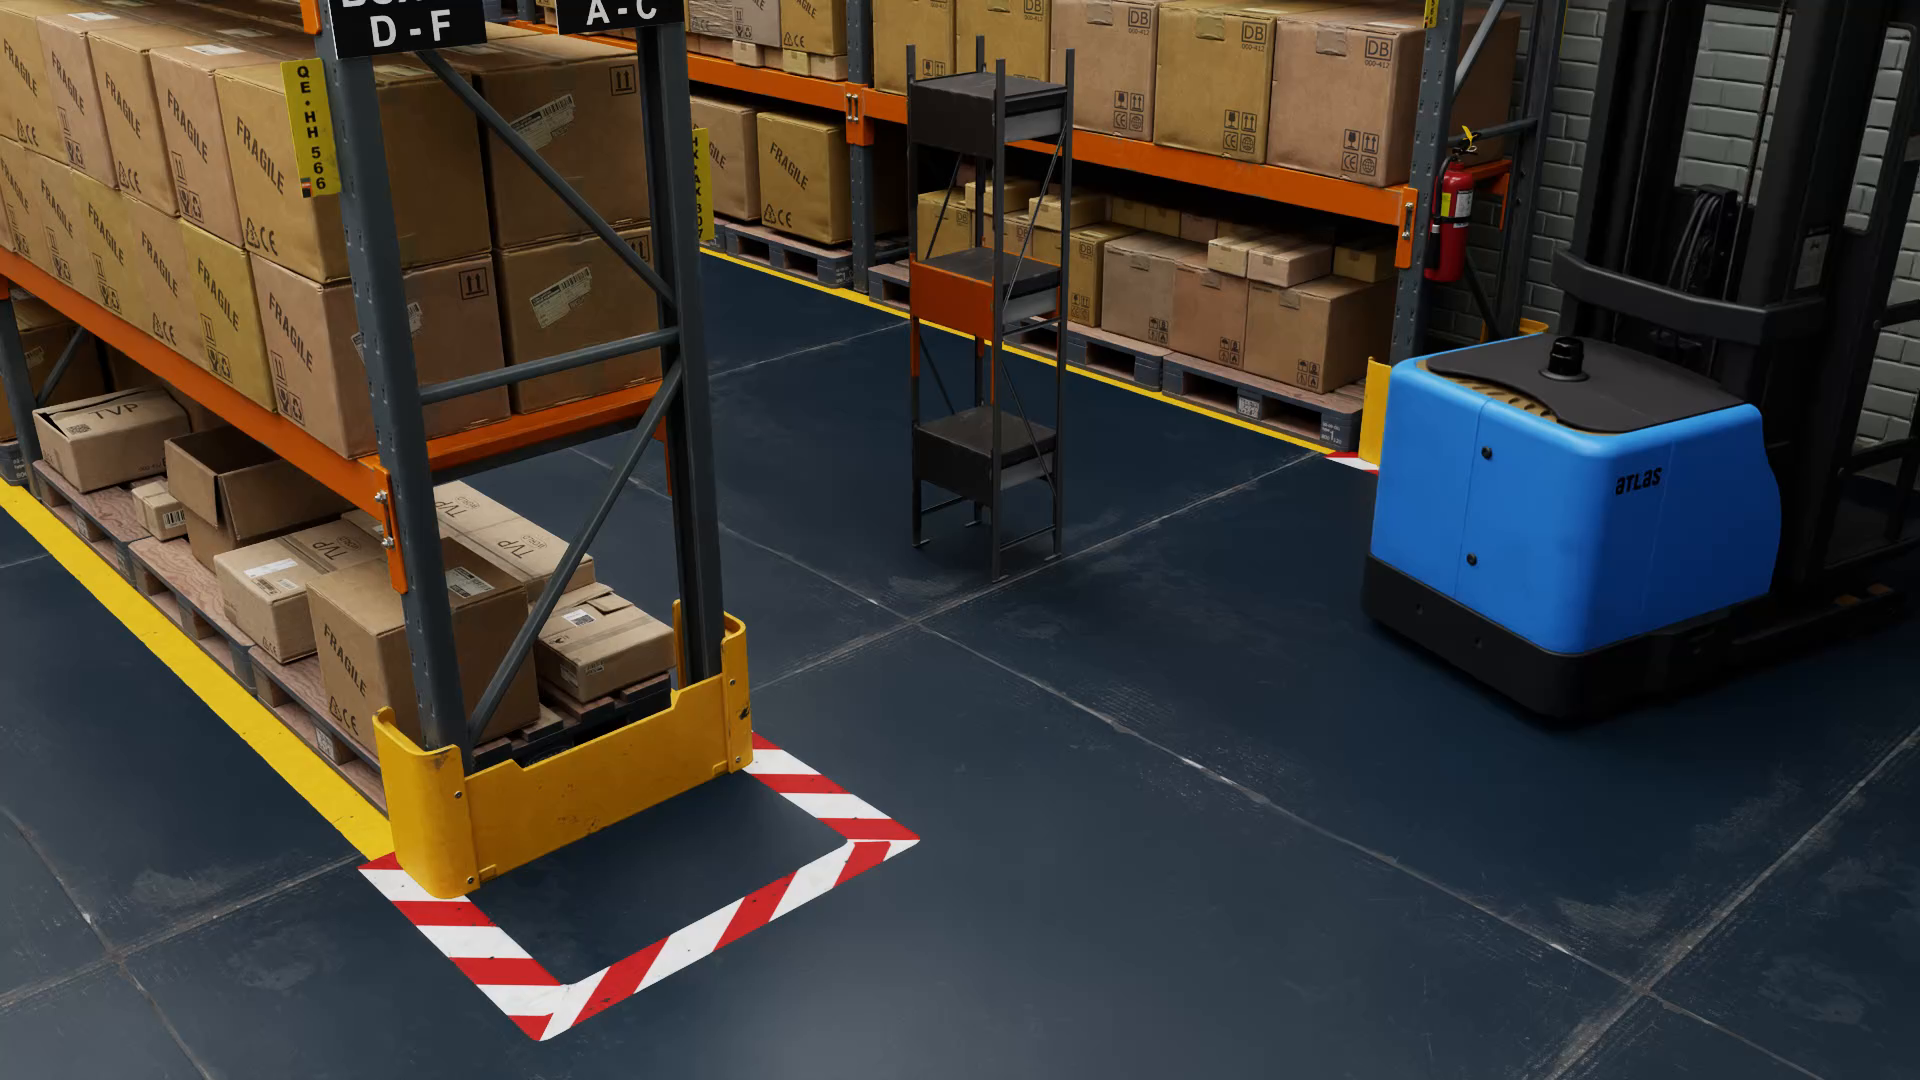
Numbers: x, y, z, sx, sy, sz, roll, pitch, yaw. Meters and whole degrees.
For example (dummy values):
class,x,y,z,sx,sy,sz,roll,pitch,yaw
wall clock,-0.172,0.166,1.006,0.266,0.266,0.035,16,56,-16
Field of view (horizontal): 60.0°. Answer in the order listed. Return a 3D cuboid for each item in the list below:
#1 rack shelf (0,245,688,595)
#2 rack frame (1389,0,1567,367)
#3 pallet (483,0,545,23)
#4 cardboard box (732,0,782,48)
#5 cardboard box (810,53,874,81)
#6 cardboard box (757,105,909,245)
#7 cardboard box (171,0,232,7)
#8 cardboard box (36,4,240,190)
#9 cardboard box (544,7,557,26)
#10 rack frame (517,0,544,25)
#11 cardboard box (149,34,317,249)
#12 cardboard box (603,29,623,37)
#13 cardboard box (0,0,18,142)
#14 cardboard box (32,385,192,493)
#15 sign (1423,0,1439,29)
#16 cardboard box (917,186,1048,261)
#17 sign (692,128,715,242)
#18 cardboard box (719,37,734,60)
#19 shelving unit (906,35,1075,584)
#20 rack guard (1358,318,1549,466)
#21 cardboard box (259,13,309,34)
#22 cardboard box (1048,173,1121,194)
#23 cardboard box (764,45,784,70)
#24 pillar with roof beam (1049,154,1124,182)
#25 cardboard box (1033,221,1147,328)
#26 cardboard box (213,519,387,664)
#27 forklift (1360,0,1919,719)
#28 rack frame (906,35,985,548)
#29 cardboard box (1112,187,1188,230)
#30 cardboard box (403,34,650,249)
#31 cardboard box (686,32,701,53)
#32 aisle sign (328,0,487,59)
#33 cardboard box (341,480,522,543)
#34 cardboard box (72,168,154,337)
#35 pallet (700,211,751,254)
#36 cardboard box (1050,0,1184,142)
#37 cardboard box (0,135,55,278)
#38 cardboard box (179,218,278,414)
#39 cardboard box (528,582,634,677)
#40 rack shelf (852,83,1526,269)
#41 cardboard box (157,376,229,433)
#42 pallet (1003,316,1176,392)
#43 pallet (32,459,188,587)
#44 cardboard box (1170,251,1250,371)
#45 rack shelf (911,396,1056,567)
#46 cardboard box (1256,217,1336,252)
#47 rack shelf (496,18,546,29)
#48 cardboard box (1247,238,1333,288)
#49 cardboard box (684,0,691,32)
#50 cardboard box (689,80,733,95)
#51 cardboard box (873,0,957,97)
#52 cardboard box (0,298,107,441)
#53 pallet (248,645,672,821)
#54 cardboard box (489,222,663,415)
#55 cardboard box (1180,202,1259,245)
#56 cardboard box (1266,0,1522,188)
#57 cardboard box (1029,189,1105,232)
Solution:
class,x,y,z,sx,sy,sz,roll,pitch,yaw
rack shelf,-2.531,-0.764,6.177,1.077,0.370,4.000,-21,32,-38
rack frame,2.449,-1.891,7.782,1.000,3.000,0.127,-21,32,-38
pallet,-3.584,-4.414,13.542,1.213,0.211,1.003,-21,32,-38
cardboard box,-1.140,-3.513,10.834,0.500,0.500,0.500,-21,32,-38
cardboard box,-0.722,-3.020,10.535,0.380,0.149,0.250,-21,32,-38
cardboard box,-0.824,-2.476,11.148,0.750,0.750,0.750,-21,32,-38
cardboard box,-2.667,-1.810,6.279,0.500,0.500,0.500,-21,32,-38
cardboard box,-2.724,-1.506,5.613,0.500,0.500,0.500,-20,31,-37
cardboard box,-2.963,-4.045,12.780,0.380,0.149,0.250,-22,32,-39
rack frame,-3.019,-4.315,13.095,1.000,3.000,0.127,-21,32,-38
cardboard box,-2.015,-1.195,4.930,0.500,0.500,0.500,-20,31,-37
cardboard box,-2.415,-3.820,12.288,0.380,0.149,0.250,-22,32,-39
cardboard box,-3.428,-1.818,6.297,0.500,0.500,0.500,-22,33,-40
cardboard box,-3.769,-0.485,7.409,0.500,0.311,0.500,-21,32,-38
sign,2.044,-2.376,7.164,0.100,0.325,0.005,-21,32,-38
cardboard box,0.152,-1.901,10.310,0.700,0.500,0.500,-21,32,-38
sign,-0.768,-1.033,4.857,0.100,0.325,0.005,-21,32,-38
cardboard box,-1.398,-3.337,11.230,0.380,0.149,0.250,-21,32,-38
shelving unit,0.113,-0.905,6.704,0.431,2.100,0.503,-21,32,-38
rack guard,2.466,-0.747,8.285,1.175,0.500,0.348,-21,32,-38
cardboard box,-1.976,-1.504,5.607,0.500,0.500,0.500,-21,32,-38
cardboard box,0.740,-2.058,9.872,0.380,0.149,0.250,-23,33,-40
cardboard box,-1.056,-3.181,10.888,0.380,0.149,0.250,-20,31,-37
pillar with roof beam,-2.317,-4.645,6.589,9.100,9.000,0.400,-21,32,-38
cardboard box,0.842,-1.592,9.632,0.700,0.500,0.500,-20,31,-37
cardboard box,-2.343,0.175,6.036,0.500,0.250,0.500,-21,32,-38
forklift,3.106,-1.134,6.205,3.031,2.935,1.130,-13,28,-26
rack frame,-0.054,-0.979,6.866,0.400,2.100,0.015,-21,32,-38
cardboard box,1.089,-1.903,9.532,0.380,0.149,0.250,-22,32,-39
cardboard box,-1.275,-1.195,4.929,0.500,0.500,0.500,-20,31,-37
cardboard box,-1.732,-3.501,11.589,0.380,0.149,0.250,-20,31,-37
aisle sign,-1.341,-1.560,3.924,0.394,0.787,0.004,-21,32,-38
cardboard box,-2.012,0.018,6.380,0.500,0.250,0.500,-21,32,-38
cardboard box,-2.707,-1.051,5.818,0.500,0.500,0.500,-22,32,-39
pallet,-1.705,-2.417,12.293,1.003,0.211,1.213,-21,32,-38
cardboard box,1.074,-2.630,9.040,0.700,0.700,0.980,22,32,39
cardboard box,-3.396,-1.356,6.489,0.500,0.500,0.500,-21,32,-38
cardboard box,-2.026,-0.745,5.149,0.500,0.500,0.500,-21,32,-38
cardboard box,-1.370,0.304,5.854,0.380,0.166,0.250,-21,32,-38
rack shelf,1.082,-2.170,9.260,1.077,0.370,4.000,-21,32,-38
cardboard box,-3.302,-0.668,7.581,0.500,0.500,0.500,-21,32,-38
pallet,1.016,-1.212,9.653,1.003,0.211,1.213,-21,32,-38
pallet,-3.429,-0.220,7.478,1.003,0.211,1.213,-21,32,-38
cardboard box,1.556,-1.280,8.949,0.700,0.500,0.500,-21,32,-39
rack shelf,0.113,-0.256,7.000,0.431,0.518,0.480,-21,32,-38
cardboard box,1.782,-1.596,8.859,0.380,0.149,0.250,-21,32,-38
rack shelf,-4.386,-4.594,14.572,1.077,0.370,4.000,-21,32,-38
cardboard box,1.677,-1.411,8.454,0.380,0.149,0.250,-22,32,-39
cardboard box,-1.822,-3.818,11.502,0.500,0.500,0.500,-20,31,-37
cardboard box,-2.018,-3.001,12.298,0.750,0.750,0.750,-21,32,-39
cardboard box,0.074,-3.071,10.006,0.980,0.700,0.700,-21,32,-38
cardboard box,-4.445,-0.828,7.933,0.500,0.500,0.500,-21,32,-39
pallet,-1.762,0.520,5.857,1.003,0.211,1.213,-21,32,-38
cardboard box,-1.275,-0.740,5.137,0.500,0.500,0.500,-20,32,-37
cardboard box,1.437,-1.749,9.194,0.380,0.149,0.250,-21,32,-38
cardboard box,2.093,-2.180,8.052,0.980,0.700,0.700,-20,31,-36
cardboard box,0.609,-1.883,9.488,0.380,0.149,0.250,-22,33,-40
